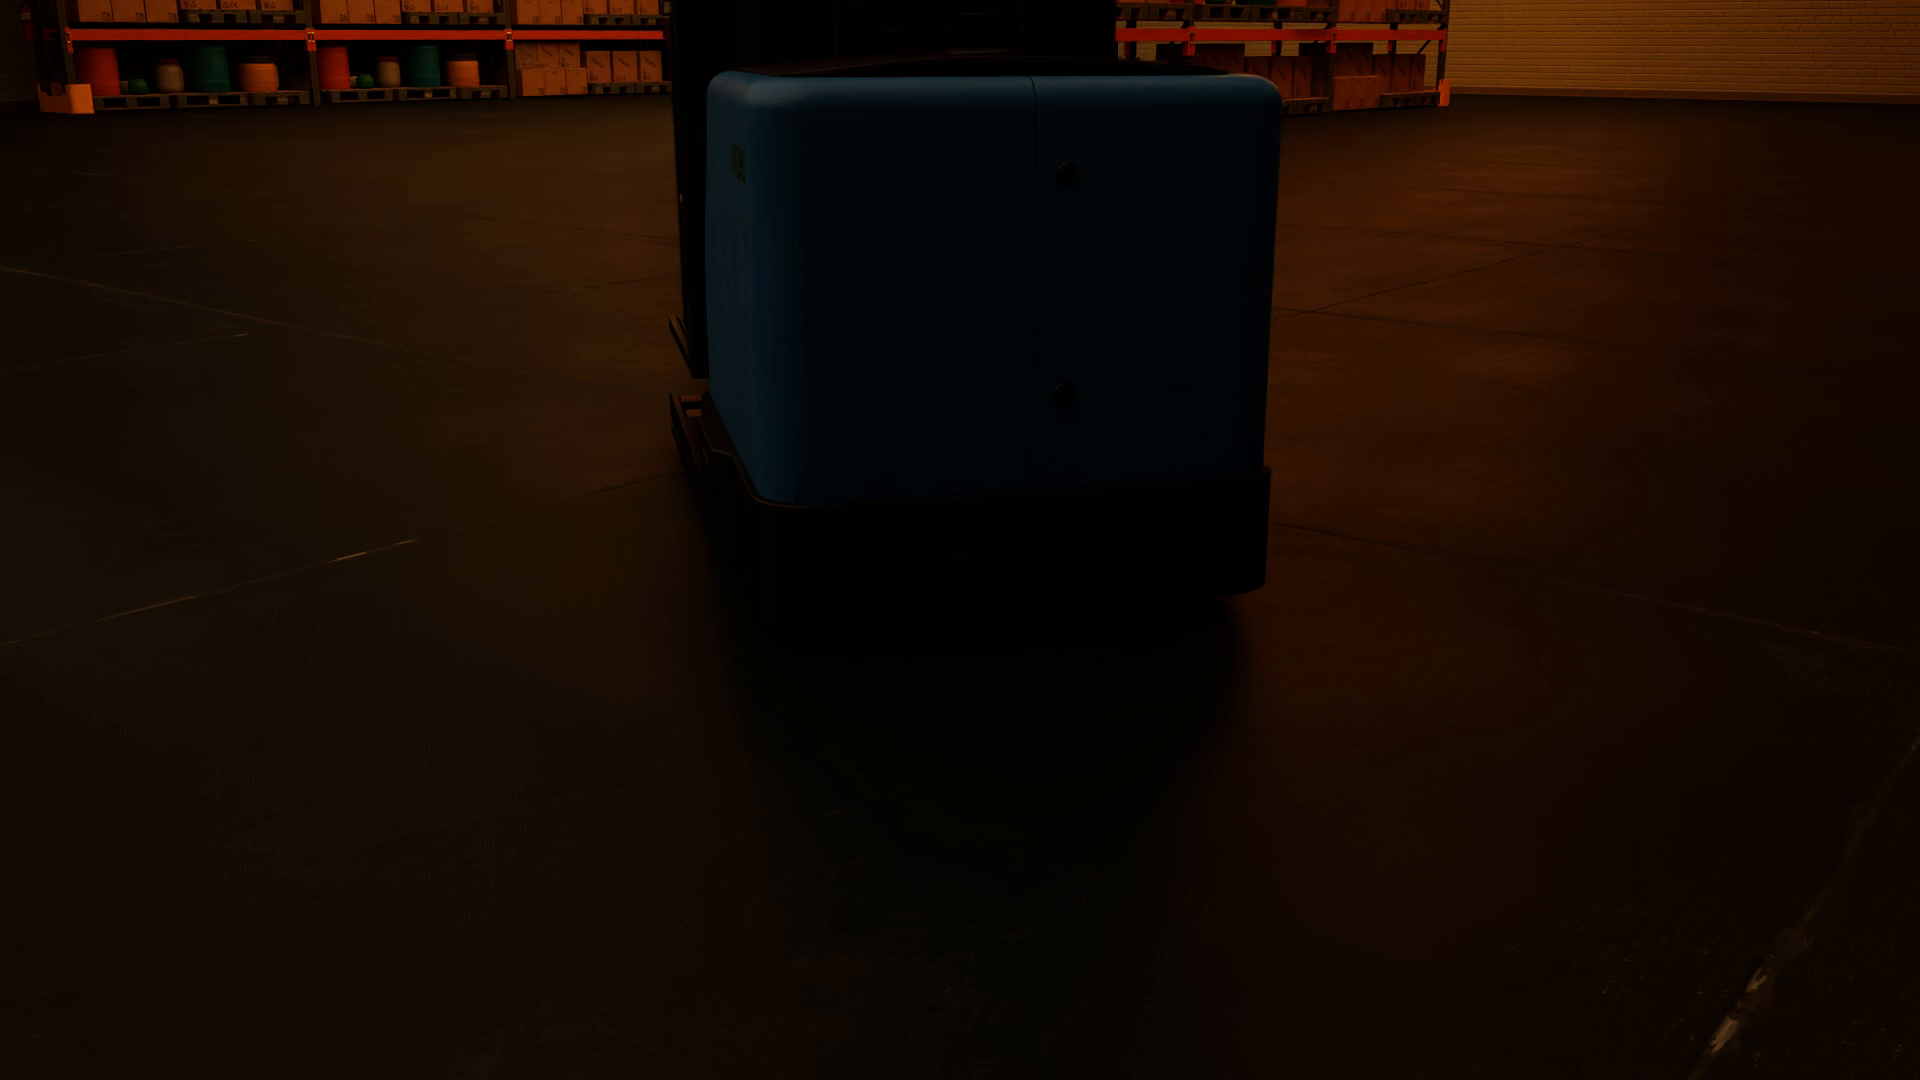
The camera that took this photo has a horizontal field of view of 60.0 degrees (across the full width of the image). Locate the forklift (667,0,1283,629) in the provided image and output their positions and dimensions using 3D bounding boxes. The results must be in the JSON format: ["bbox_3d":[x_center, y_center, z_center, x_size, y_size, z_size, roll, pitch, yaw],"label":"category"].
[{"bbox_3d":[-0.217,-1.623,4.241,1.130,2.935,3.031,-4,17,-13],"label":"forklift"}]
